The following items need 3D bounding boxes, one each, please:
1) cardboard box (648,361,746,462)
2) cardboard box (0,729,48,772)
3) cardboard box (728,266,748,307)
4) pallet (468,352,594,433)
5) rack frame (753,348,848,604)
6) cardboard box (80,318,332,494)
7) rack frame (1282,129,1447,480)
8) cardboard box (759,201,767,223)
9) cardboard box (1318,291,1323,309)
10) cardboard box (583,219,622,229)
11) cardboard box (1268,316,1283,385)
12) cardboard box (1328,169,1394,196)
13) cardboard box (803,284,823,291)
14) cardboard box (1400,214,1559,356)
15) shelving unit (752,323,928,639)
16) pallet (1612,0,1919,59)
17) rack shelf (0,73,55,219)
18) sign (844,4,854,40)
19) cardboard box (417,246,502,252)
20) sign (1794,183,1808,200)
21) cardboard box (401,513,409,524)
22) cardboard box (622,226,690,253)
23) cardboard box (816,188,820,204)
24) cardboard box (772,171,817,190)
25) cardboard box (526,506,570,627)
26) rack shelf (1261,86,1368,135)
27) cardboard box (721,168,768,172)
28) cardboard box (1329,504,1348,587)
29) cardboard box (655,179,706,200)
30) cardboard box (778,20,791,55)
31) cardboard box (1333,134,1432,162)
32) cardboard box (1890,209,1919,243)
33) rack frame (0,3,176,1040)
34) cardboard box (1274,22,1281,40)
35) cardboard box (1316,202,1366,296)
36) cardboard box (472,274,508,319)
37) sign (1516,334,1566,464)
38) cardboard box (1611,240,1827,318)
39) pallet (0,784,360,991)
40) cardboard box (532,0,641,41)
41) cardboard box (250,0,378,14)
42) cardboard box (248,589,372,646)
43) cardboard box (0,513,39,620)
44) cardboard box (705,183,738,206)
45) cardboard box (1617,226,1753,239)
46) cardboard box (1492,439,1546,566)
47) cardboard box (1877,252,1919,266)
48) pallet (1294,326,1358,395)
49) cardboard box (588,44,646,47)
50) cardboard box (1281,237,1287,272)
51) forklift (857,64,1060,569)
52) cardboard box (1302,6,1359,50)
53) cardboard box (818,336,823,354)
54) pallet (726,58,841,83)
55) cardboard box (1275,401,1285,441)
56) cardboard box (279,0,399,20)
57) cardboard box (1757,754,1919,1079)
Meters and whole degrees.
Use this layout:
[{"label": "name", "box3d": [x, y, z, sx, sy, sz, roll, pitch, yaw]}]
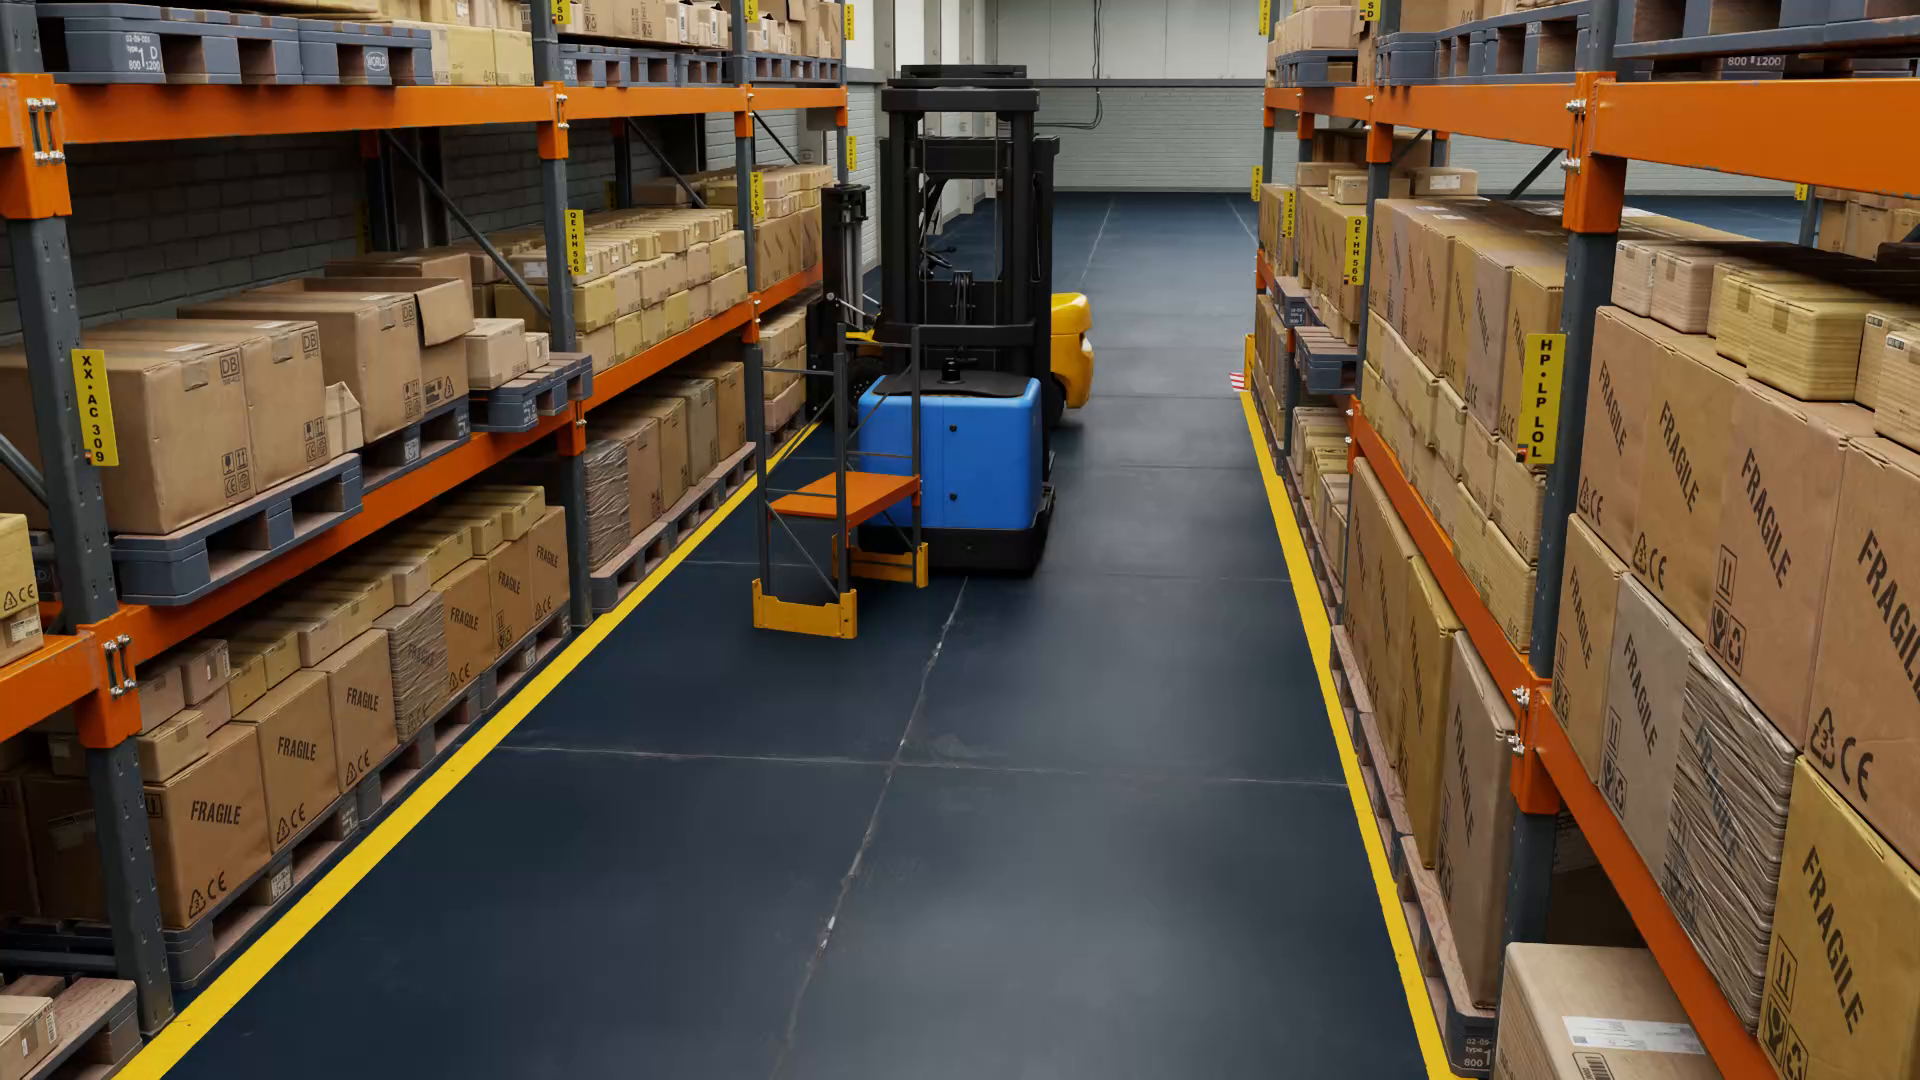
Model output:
[{"label": "cardboard box", "box3d": [-2.086, -0.957, 12.201, 0.875, 0.625, 0.625, 2, 15, 9]}, {"label": "cardboard box", "box3d": [-3.186, 0.625, 5.345, 0.380, 0.149, 0.250, 1, 15, 4]}, {"label": "cardboard box", "box3d": [-1.836, -1.826, 11.955, 0.500, 0.250, 0.500, 2, 15, 8]}, {"label": "pallet", "box3d": [-2.497, -0.729, 7.978, 1.213, 0.211, 1.003, 2, 15, 6]}, {"label": "rack frame", "box3d": [-0.827, -0.239, 8.672, 0.500, 1.500, 0.032, 6, 16, 20]}, {"label": "cardboard box", "box3d": [-2.606, -0.466, 5.642, 0.700, 0.500, 0.500, 2, 15, 7]}, {"label": "rack frame", "box3d": [2.894, -1.891, 11.910, 1.000, 3.000, 0.127, 2, 15, 6]}, {"label": "cardboard box", "box3d": [-1.714, -2.540, 12.875, 0.380, 0.149, 0.250, 2, 15, 8]}, {"label": "cardboard box", "box3d": [2.342, -1.432, 9.886, 0.380, 0.149, 0.250, 1, 15, 4]}, {"label": "cardboard box", "box3d": [-2.464, -2.050, 11.062, 0.380, 0.149, 0.250, 2, 15, 6]}, {"label": "cardboard box", "box3d": [2.806, -1.554, 13.691, 0.500, 0.500, 0.500, 3, 15, 9]}, {"label": "cardboard box", "box3d": [2.469, -2.203, 10.253, 0.380, 0.149, 0.250, 3, 15, 9]}, {"label": "cardboard box", "box3d": [-1.329, -2.303, 15.982, 0.500, 0.250, 0.500, 2, 15, 8]}, {"label": "cardboard box", "box3d": [2.024, -1.001, 6.512, 0.500, 0.500, 0.500, 2, 15, 8]}, {"label": "shelving unit", "box3d": [-0.648, -0.361, 9.122, 0.587, 1.500, 1.083, 6, 16, 20]}, {"label": "pallet", "box3d": [1.888, -1.010, 3.073, 1.003, 0.211, 1.213, 2, 15, 6]}, {"label": "rack shelf", "box3d": [-3.167, -0.544, 2.558, 1.077, 0.370, 4.000, 2, 15, 6]}, {"label": "sign", "box3d": [-1.050, -4.892, 15.715, 0.100, 0.325, 0.005, 2, 15, 6]}, {"label": "cardboard box", "box3d": [-2.736, -1.522, 9.110, 0.380, 0.149, 0.250, 2, 15, 8]}, {"label": "sign", "box3d": [7.724, -3.283, 15.248, 0.100, 0.325, 0.005, 2, 15, 6]}, {"label": "cardboard box", "box3d": [-2.915, -0.114, 8.079, 0.380, 0.149, 0.250, 2, 15, 8]}, {"label": "cardboard box", "box3d": [-1.924, -1.900, 10.506, 0.380, 0.149, 0.250, 1, 15, 5]}, {"label": "cardboard box", "box3d": [-1.460, -3.070, 14.835, 0.380, 0.149, 0.250, 1, 15, 4]}, {"label": "cardboard box", "box3d": [-1.463, -3.146, 14.546, 0.380, 0.149, 0.250, 2, 15, 7]}, {"label": "cardboard box", "box3d": [-2.324, 0.121, 8.453, 0.500, 0.500, 0.500, 2, 15, 8]}, {"label": "rack shelf", "box3d": [3.120, -3.511, 13.531, 1.077, 0.370, 4.000, 2, 15, 6]}, {"label": "cardboard box", "box3d": [-1.959, -3.299, 15.111, 0.380, 0.149, 0.250, 2, 15, 7]}, {"label": "cardboard box", "box3d": [2.516, 0.066, 8.903, 0.950, 0.372, 0.625, 1, 15, 2]}, {"label": "cardboard box", "box3d": [-2.217, -2.766, 13.141, 0.380, 0.149, 0.250, 2, 15, 6]}, {"label": "cardboard box", "box3d": [-1.569, -4.047, 13.396, 0.396, 0.266, 0.258, 1, 15, 5]}, {"label": "cardboard box", "box3d": [3.322, -2.935, 13.092, 0.700, 0.500, 0.500, 1, 15, 5]}, {"label": "cardboard box", "box3d": [8.031, -2.361, 13.358, 0.875, 0.550, 0.500, 2, 15, 6]}, {"label": "rack frame", "box3d": [-2.941, 0.038, 4.774, 1.000, 3.000, 0.127, 2, 15, 6]}, {"label": "cardboard box", "box3d": [2.898, -4.363, 14.256, 0.380, 0.149, 0.250, 2, 15, 6]}, {"label": "cardboard box", "box3d": [2.321, -1.640, 9.414, 0.500, 0.500, 0.500, 1, 15, 2]}, {"label": "cardboard box", "box3d": [-2.715, -1.293, 9.026, 0.500, 0.250, 0.500, 2, 15, 8]}, {"label": "sign", "box3d": [1.451, -0.351, 4.146, 0.100, 0.325, 0.005, 2, 15, 6]}, {"label": "cardboard box", "box3d": [1.698, -0.586, 3.734, 0.380, 0.149, 0.250, 1, 15, 5]}, {"label": "pallet", "box3d": [-2.887, 1.172, 5.922, 1.003, 0.211, 1.213, 2, 15, 6]}, {"label": "cardboard box", "box3d": [-2.208, -3.061, 9.301, 0.700, 0.500, 0.500, 1, 15, 5]}, {"label": "cardboard box", "box3d": [-2.364, -2.005, 6.068, 0.380, 0.149, 0.250, 2, 15, 8]}, {"label": "cardboard box", "box3d": [-2.551, 0.303, 6.535, 0.380, 0.149, 0.250, 2, 15, 8]}, {"label": "cardboard box", "box3d": [-2.756, 0.106, 4.240, 0.500, 0.250, 0.500, 2, 15, 8]}, {"label": "cardboard box", "box3d": [-1.708, -2.616, 12.584, 0.380, 0.149, 0.250, 2, 15, 7]}, {"label": "cardboard box", "box3d": [2.467, -0.850, 5.952, 0.500, 0.500, 0.500, 1, 15, 5]}, {"label": "cardboard box", "box3d": [1.799, -0.107, 4.641, 0.500, 0.250, 0.500, 2, 15, 6]}, {"label": "cardboard box", "box3d": [2.135, -0.506, 3.437, 0.380, 0.149, 0.250, 2, 15, 8]}, {"label": "pallet", "box3d": [2.417, -0.949, 8.794, 1.213, 0.211, 1.003, 2, 15, 6]}, {"label": "cardboard box", "box3d": [-2.238, -3.331, 10.974, 0.380, 0.149, 0.250, 2, 15, 6]}, {"label": "cardboard box", "box3d": [2.748, -2.340, 12.806, 0.500, 0.500, 0.500, 2, 15, 8]}, {"label": "forklift", "box3d": [0.070, -1.578, 10.884, 1.130, 2.935, 3.031, 2, 15, 6]}, {"label": "cardboard box", "box3d": [2.338, -3.067, 9.995, 0.500, 0.250, 0.500, 2, 15, 6]}, {"label": "cardboard box", "box3d": [-1.496, -1.661, 14.565, 0.500, 0.250, 0.500, 2, 15, 6]}, {"label": "pallet", "box3d": [-1.693, -4.297, 15.229, 1.003, 0.211, 1.213, 2, 15, 6]}, {"label": "cardboard box", "box3d": [2.693, -0.928, 12.811, 0.500, 0.250, 0.500, 2, 15, 9]}, {"label": "cardboard box", "box3d": [-2.462, -2.135, 6.589, 0.380, 0.149, 0.250, 2, 15, 8]}, {"label": "cardboard box", "box3d": [1.496, 0.642, 2.350, 0.500, 0.500, 0.500, 2, 15, 8]}]
